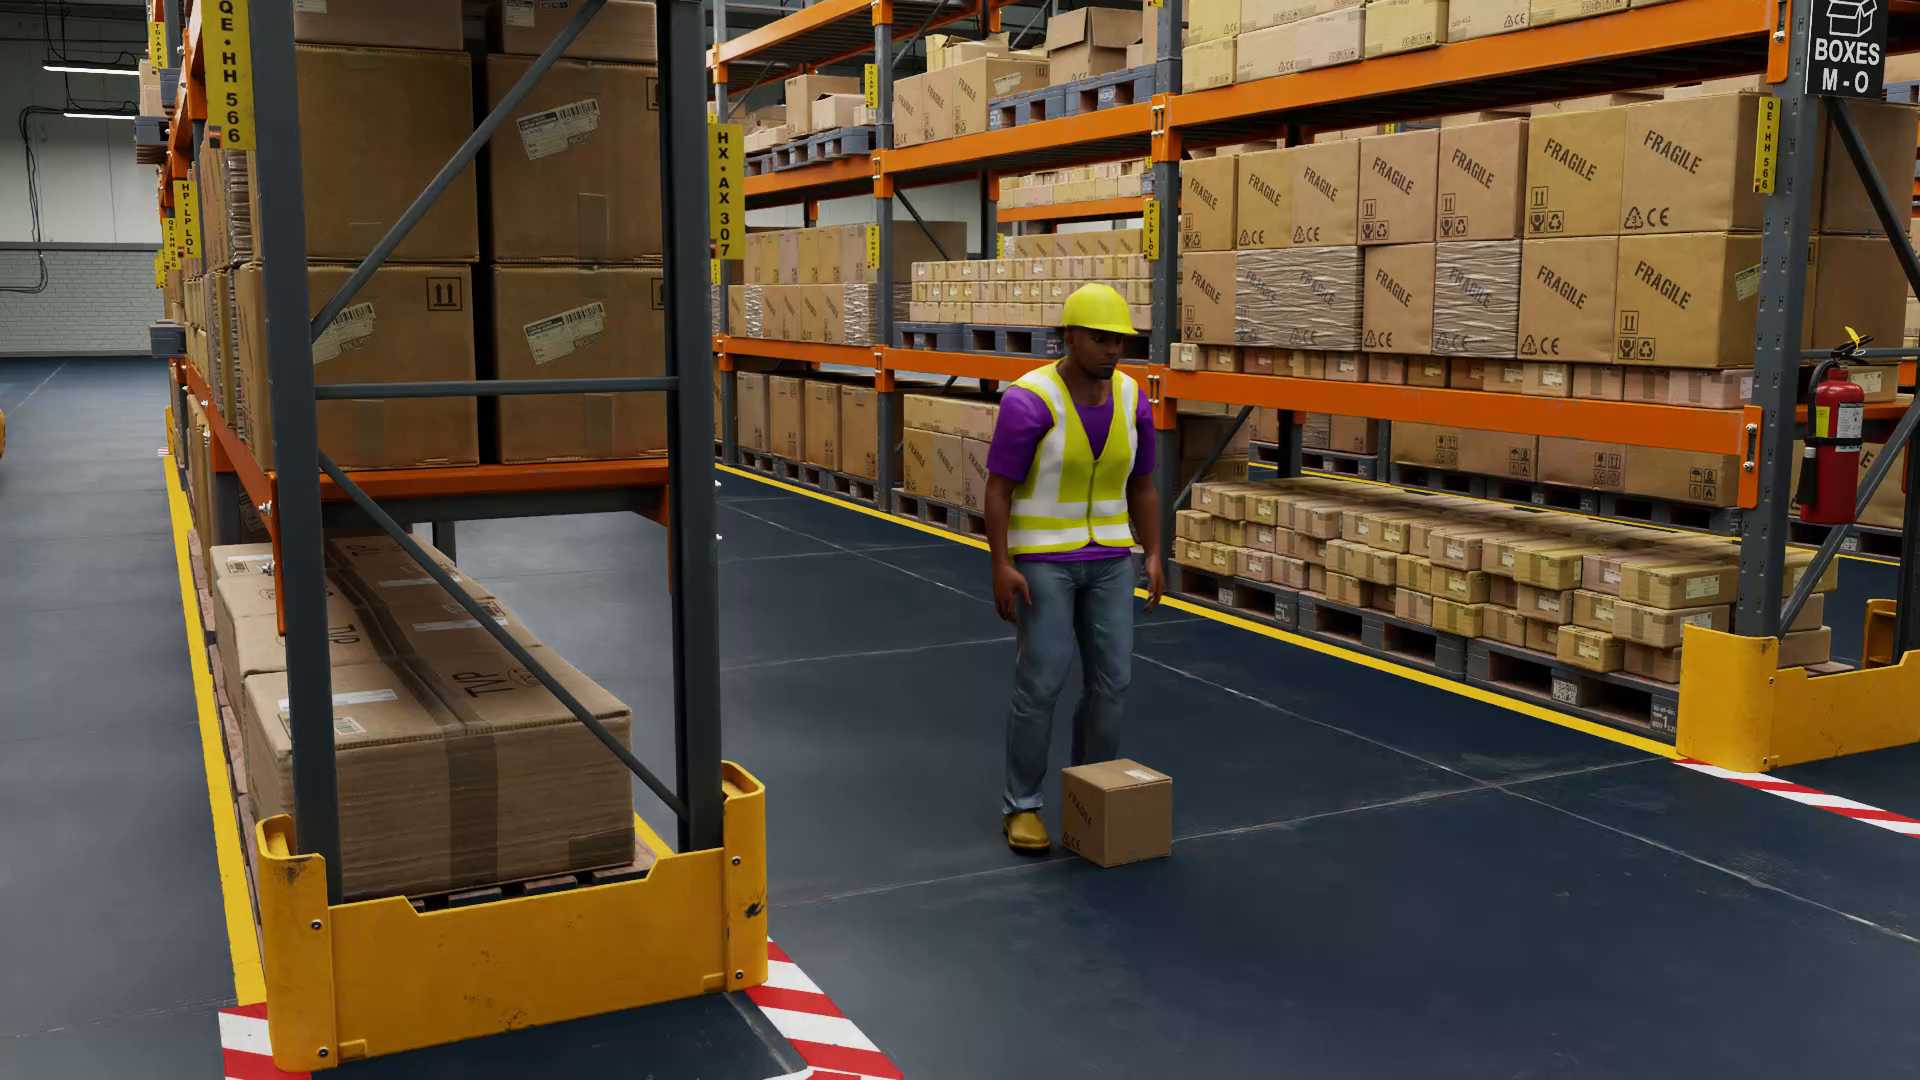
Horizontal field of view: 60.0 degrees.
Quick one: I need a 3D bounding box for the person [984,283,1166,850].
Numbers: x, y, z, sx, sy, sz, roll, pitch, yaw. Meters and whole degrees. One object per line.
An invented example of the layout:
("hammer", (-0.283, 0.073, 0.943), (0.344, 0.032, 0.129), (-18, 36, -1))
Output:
("person", (0.373, 0.075, 5.273), (0.626, 1.761, 0.458), (-4, 9, -26))
